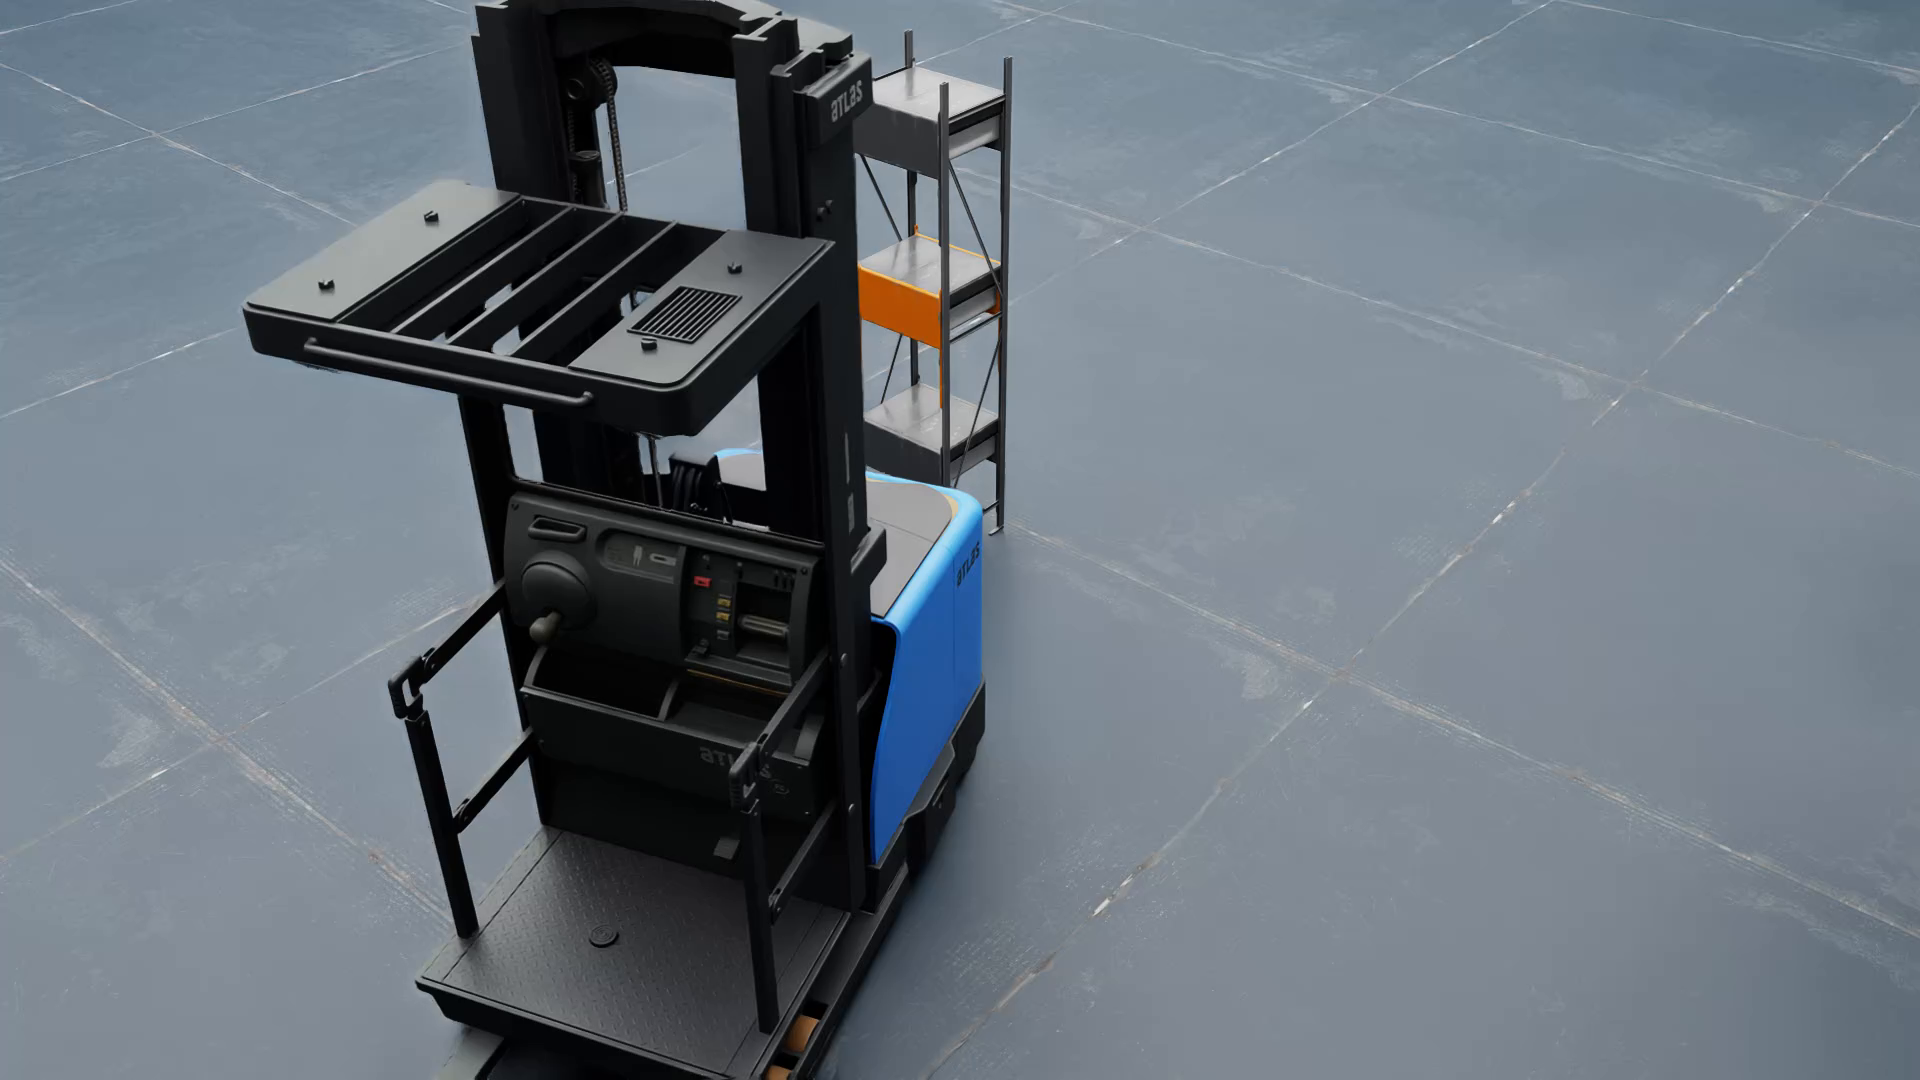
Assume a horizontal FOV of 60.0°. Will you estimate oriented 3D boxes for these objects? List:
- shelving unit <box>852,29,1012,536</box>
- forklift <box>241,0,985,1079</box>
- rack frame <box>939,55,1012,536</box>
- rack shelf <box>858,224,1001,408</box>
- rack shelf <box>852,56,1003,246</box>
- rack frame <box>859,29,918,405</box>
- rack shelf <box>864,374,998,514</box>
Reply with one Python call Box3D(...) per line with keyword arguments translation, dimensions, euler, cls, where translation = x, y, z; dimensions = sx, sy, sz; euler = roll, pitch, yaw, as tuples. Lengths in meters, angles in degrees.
Box3D(translation=(-0.127, -0.926, 6.743), dimensions=(0.503, 2.100, 0.431), euler=(25, 42, 32), cls="shelving unit")
Box3D(translation=(-0.902, 0.206, 4.361), dimensions=(1.130, 2.935, 3.031), euler=(12, 36, 17), cls="forklift")
Box3D(translation=(0.060, -0.837, 6.614), dimensions=(0.015, 2.100, 0.400), euler=(25, 42, 32), cls="rack frame")
Box3D(translation=(-0.127, -0.914, 6.751), dimensions=(0.480, 0.518, 0.431), euler=(25, 42, 32), cls="rack shelf")
Box3D(translation=(-0.127, -1.491, 6.354), dimensions=(0.480, 0.518, 0.431), euler=(25, 42, 32), cls="rack shelf")
Box3D(translation=(-0.315, -1.014, 6.872), dimensions=(0.015, 2.100, 0.400), euler=(25, 42, 32), cls="rack frame")
Box3D(translation=(-0.127, -0.337, 7.147), dimensions=(0.480, 0.518, 0.431), euler=(25, 42, 32), cls="rack shelf")
